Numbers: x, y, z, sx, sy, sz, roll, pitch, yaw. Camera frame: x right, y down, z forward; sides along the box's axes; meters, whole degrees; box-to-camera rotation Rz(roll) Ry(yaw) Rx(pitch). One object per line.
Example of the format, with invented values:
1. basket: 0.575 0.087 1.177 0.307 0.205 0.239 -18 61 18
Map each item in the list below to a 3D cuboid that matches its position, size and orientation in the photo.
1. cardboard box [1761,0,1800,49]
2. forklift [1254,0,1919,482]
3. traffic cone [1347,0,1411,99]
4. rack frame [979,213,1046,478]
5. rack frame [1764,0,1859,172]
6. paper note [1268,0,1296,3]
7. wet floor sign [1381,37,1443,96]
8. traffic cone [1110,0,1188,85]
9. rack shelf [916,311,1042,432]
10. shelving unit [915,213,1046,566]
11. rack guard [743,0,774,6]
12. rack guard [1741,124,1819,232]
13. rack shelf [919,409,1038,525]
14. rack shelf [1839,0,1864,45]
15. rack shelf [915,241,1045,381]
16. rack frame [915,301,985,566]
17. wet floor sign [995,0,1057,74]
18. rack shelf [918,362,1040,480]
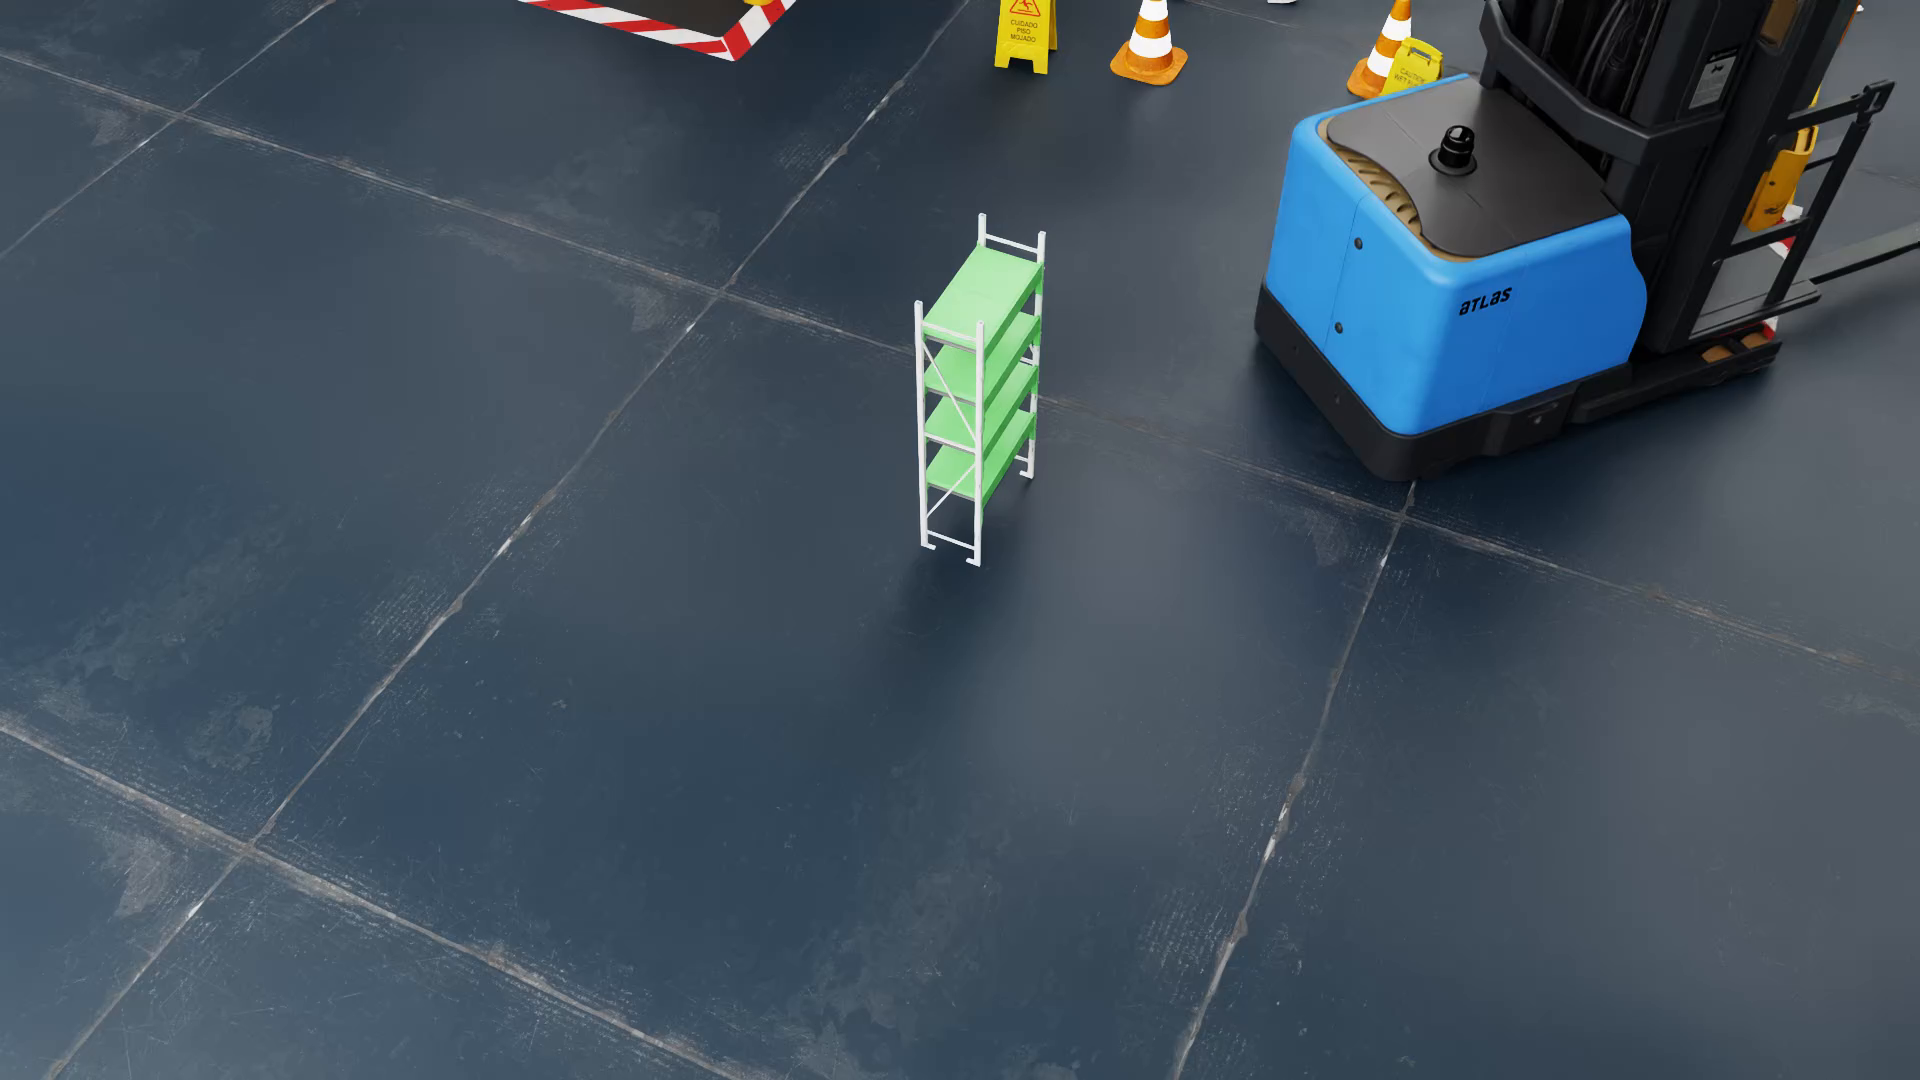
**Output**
1. cardboard box: 3.676 -2.473 7.422 0.500 0.500 0.500 18 52 15
2. forklift: 2.785 -1.930 5.968 3.031 2.935 1.130 -19 52 -15
3. traffic cone: 2.089 -2.396 7.985 0.336 0.463 0.334 20 52 16
4. rack frame: 0.175 -0.671 6.033 0.240 1.200 0.015 20 52 16
5. rack frame: 3.071 -2.502 6.410 1.000 3.000 0.127 20 52 16
6. paper note: 1.675 -2.839 8.646 0.148 0.019 0.142 4 50 3
7. wet floor sign: 2.023 -1.957 7.491 0.232 0.644 0.267 -37 59 -27
8. traffic cone: 0.940 -2.523 8.093 0.336 0.463 0.334 20 52 16
9. rack shelf: 0.071 -0.617 5.756 0.258 0.148 0.480 20 52 16
10. shelving unit: 0.071 -0.503 5.890 0.258 1.200 0.503 20 52 16
11. rack guard: -1.458 -3.217 8.659 1.175 0.500 0.348 20 52 16
12. rack guard: 3.104 -1.745 7.406 1.175 0.500 0.348 20 52 16
13. rack shelf: 0.071 -0.306 6.121 0.258 0.148 0.480 20 52 16
14. rack shelf: 3.926 -3.647 7.856 1.077 0.370 4.000 20 52 16
15. rack shelf: 0.071 -0.772 5.573 0.258 0.148 0.480 20 52 16
16. rack frame: -0.034 -0.335 5.747 0.240 1.200 0.015 20 52 16
17. wet floor sign: 0.331 -2.616 8.053 0.267 0.644 0.232 12 51 10
18. rack shelf: 0.071 -0.461 5.939 0.258 0.148 0.480 20 52 16
